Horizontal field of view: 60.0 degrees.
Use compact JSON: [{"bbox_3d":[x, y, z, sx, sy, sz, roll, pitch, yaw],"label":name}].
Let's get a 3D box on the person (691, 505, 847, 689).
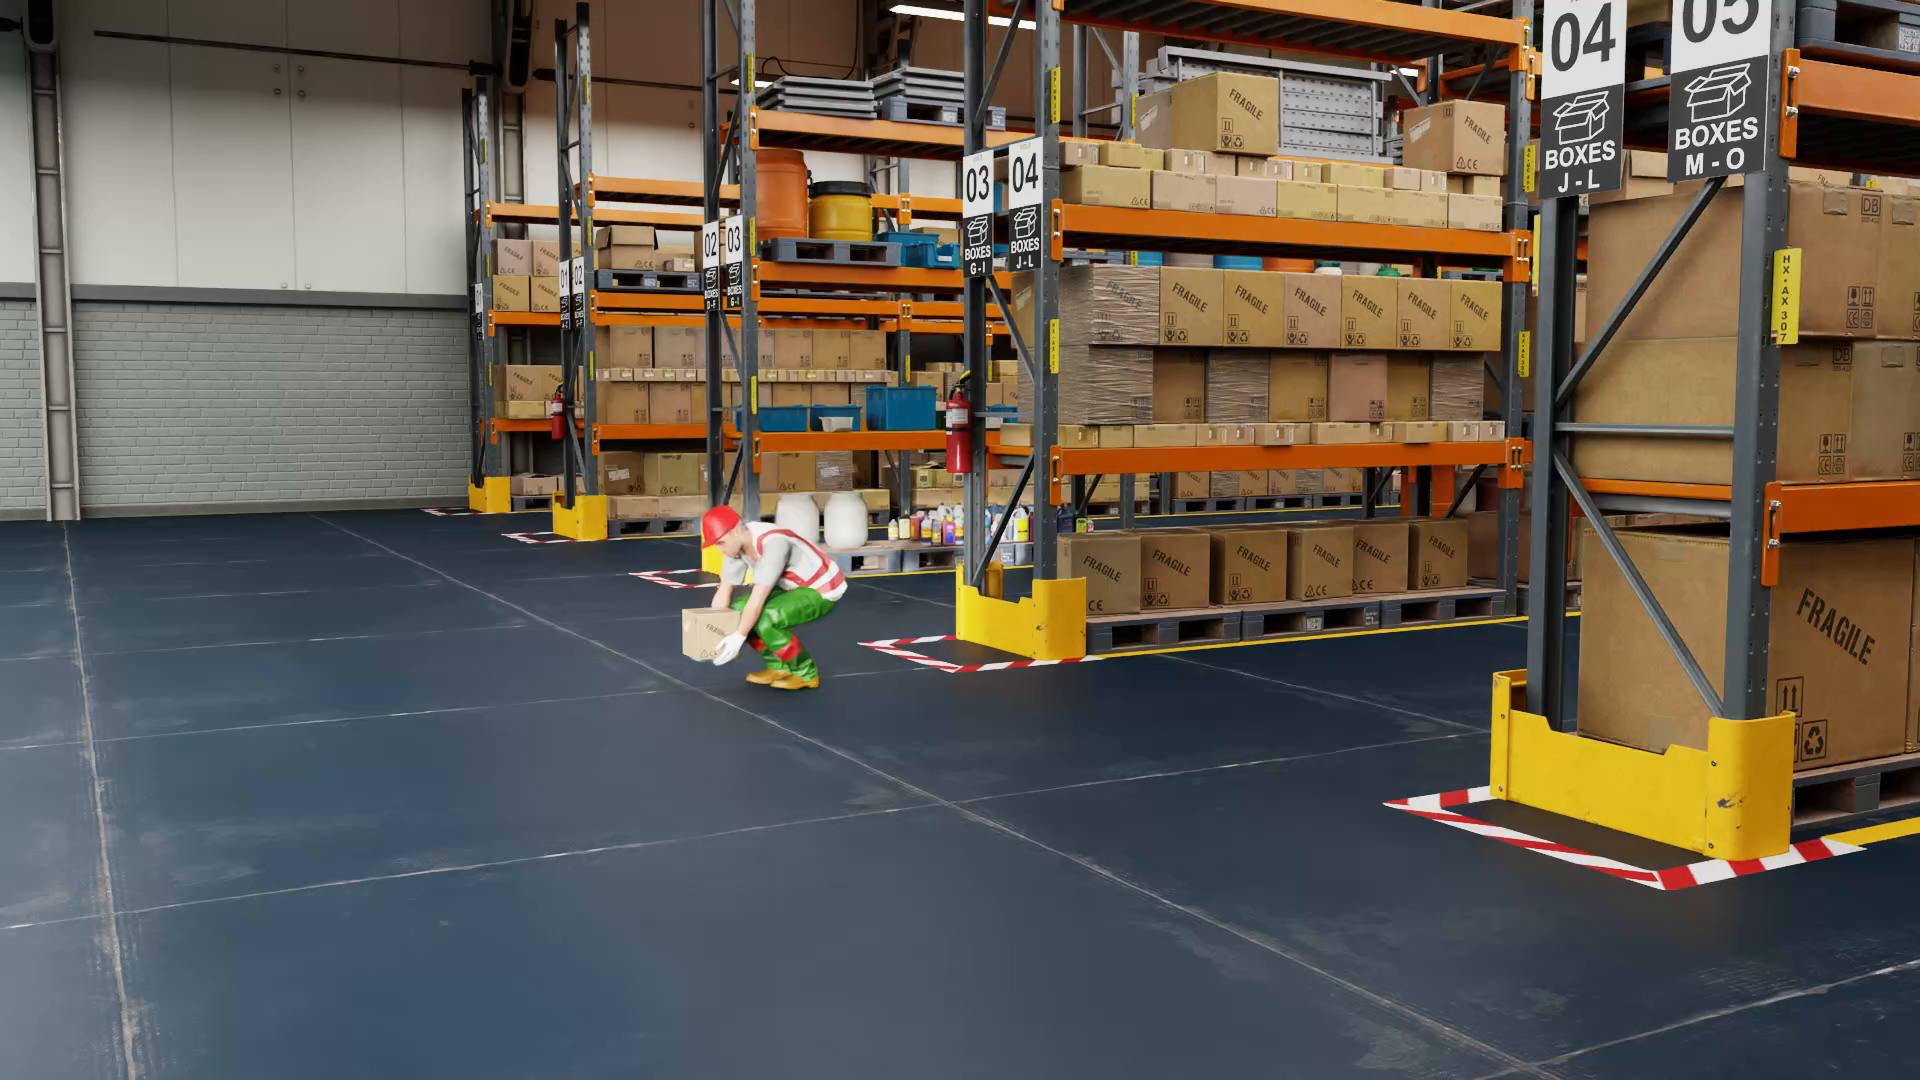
[{"bbox_3d":[-1.050,0.313,9.299,0.866,1.040,0.568,-3,6,-29],"label":"person"}]
